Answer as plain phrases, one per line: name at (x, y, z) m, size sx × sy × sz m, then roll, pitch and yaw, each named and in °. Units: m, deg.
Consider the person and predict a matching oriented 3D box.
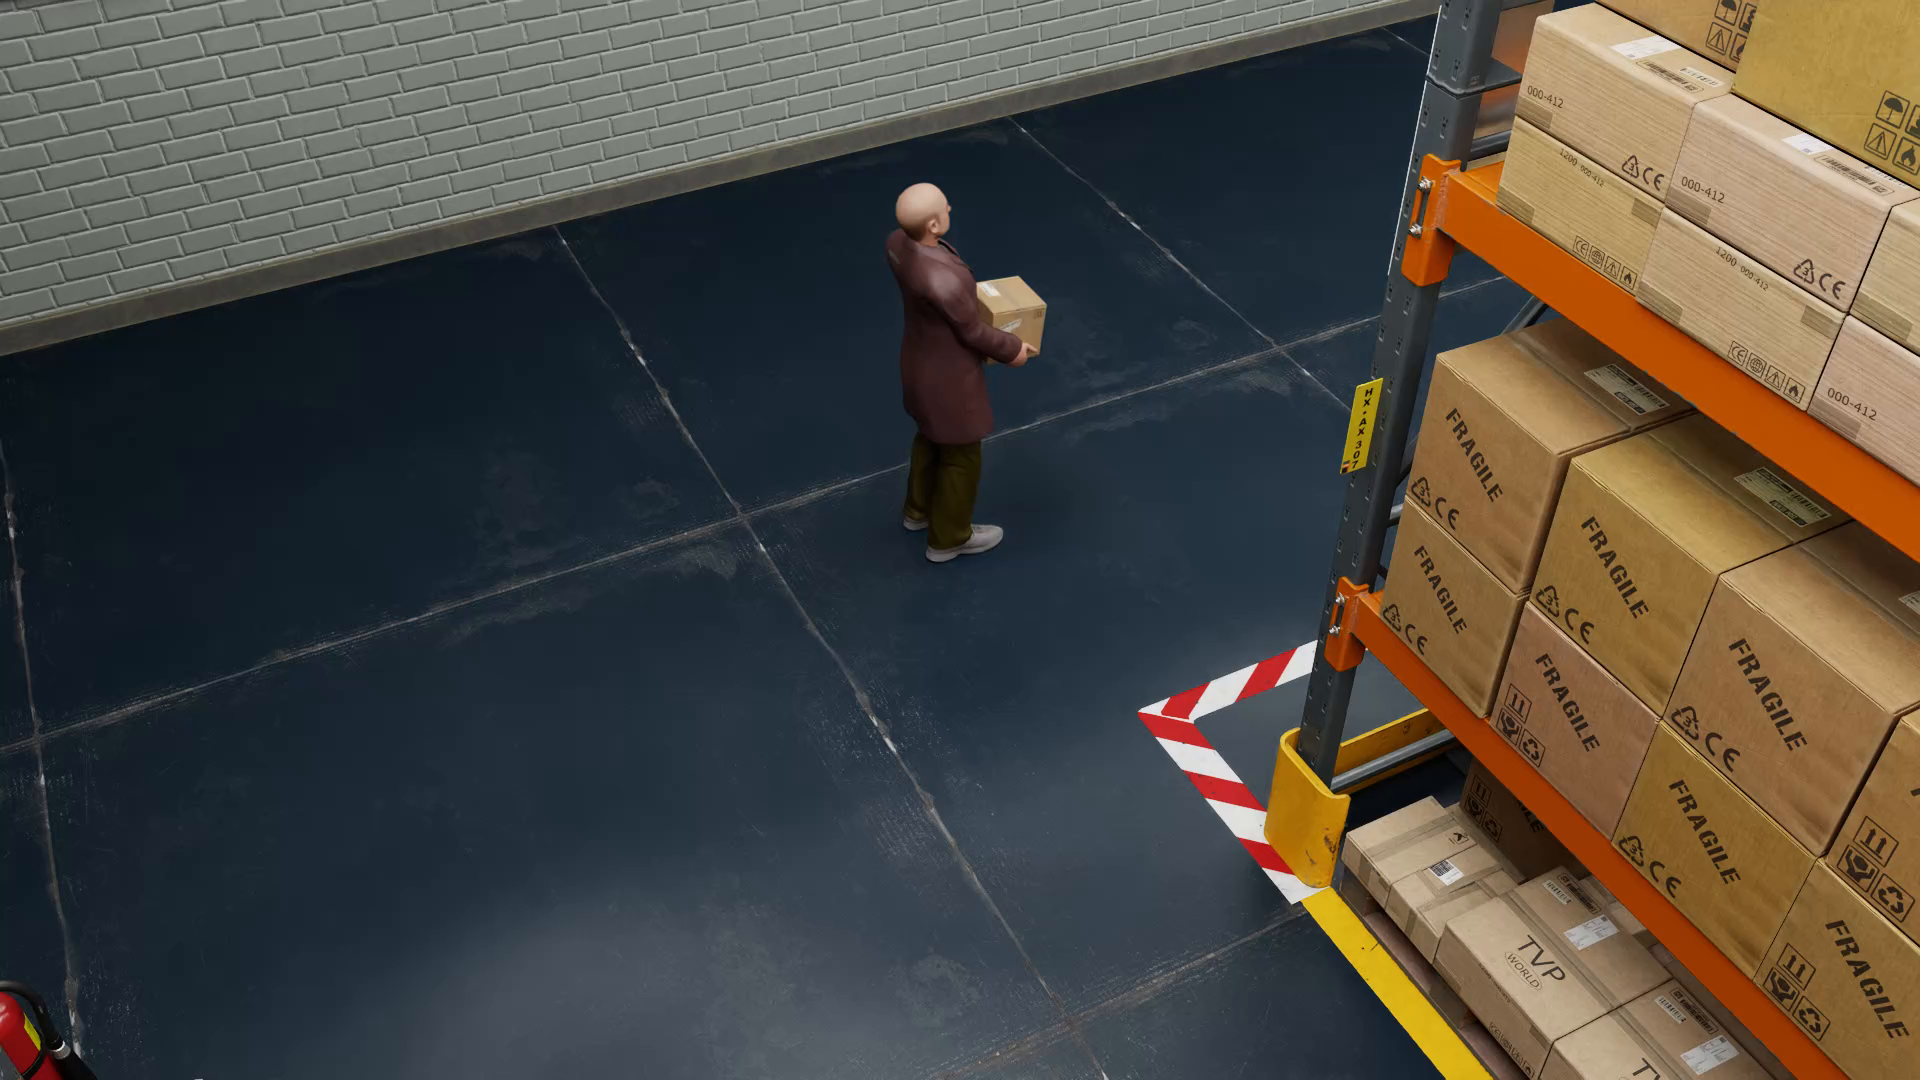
person at (0.011, -0.733, 7.026) m, size 0.555 × 1.769 × 0.531 m, roll -18°, pitch 44°, yaw -20°
